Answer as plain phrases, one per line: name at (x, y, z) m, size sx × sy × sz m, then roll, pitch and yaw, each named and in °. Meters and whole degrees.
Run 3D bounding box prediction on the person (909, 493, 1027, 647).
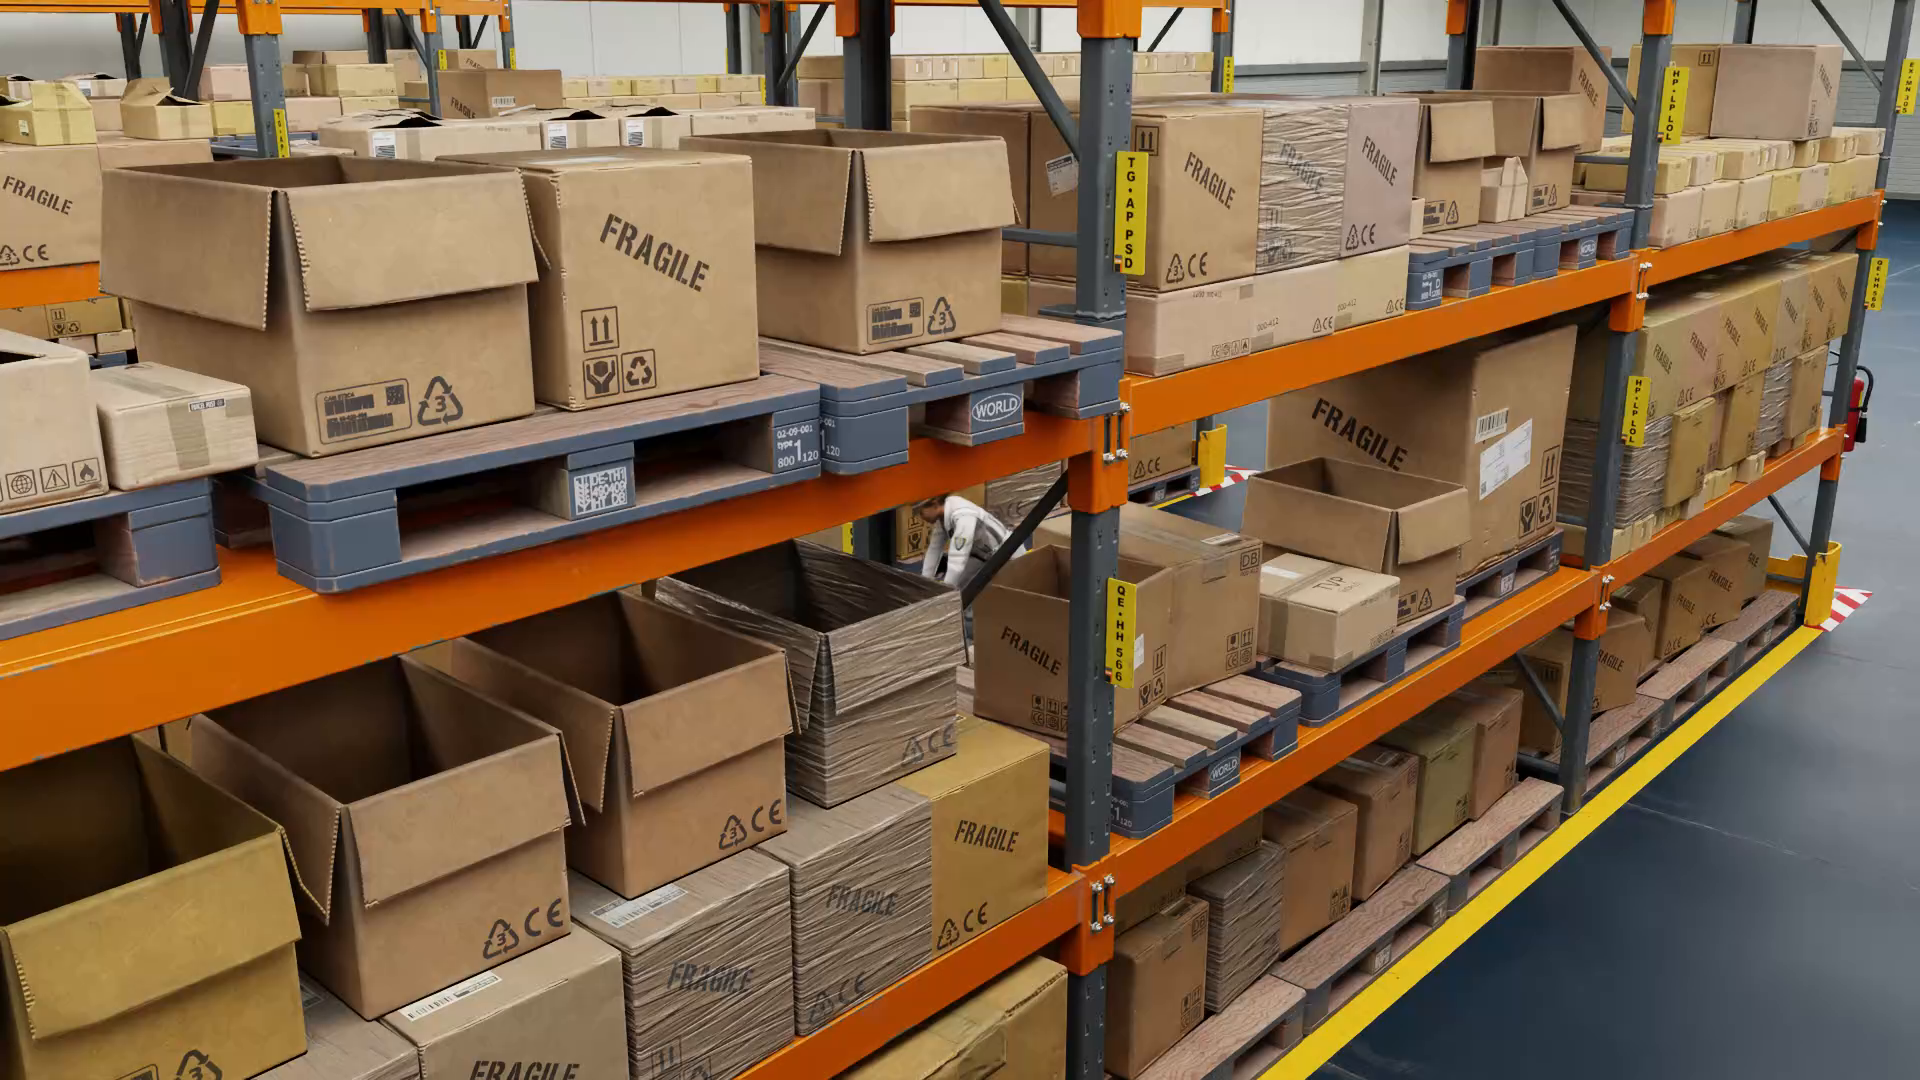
person at (0.027, 0.179, 10.248) m, size 0.787 × 1.207 × 0.526 m, roll -5°, pitch 18°, yaw -15°
